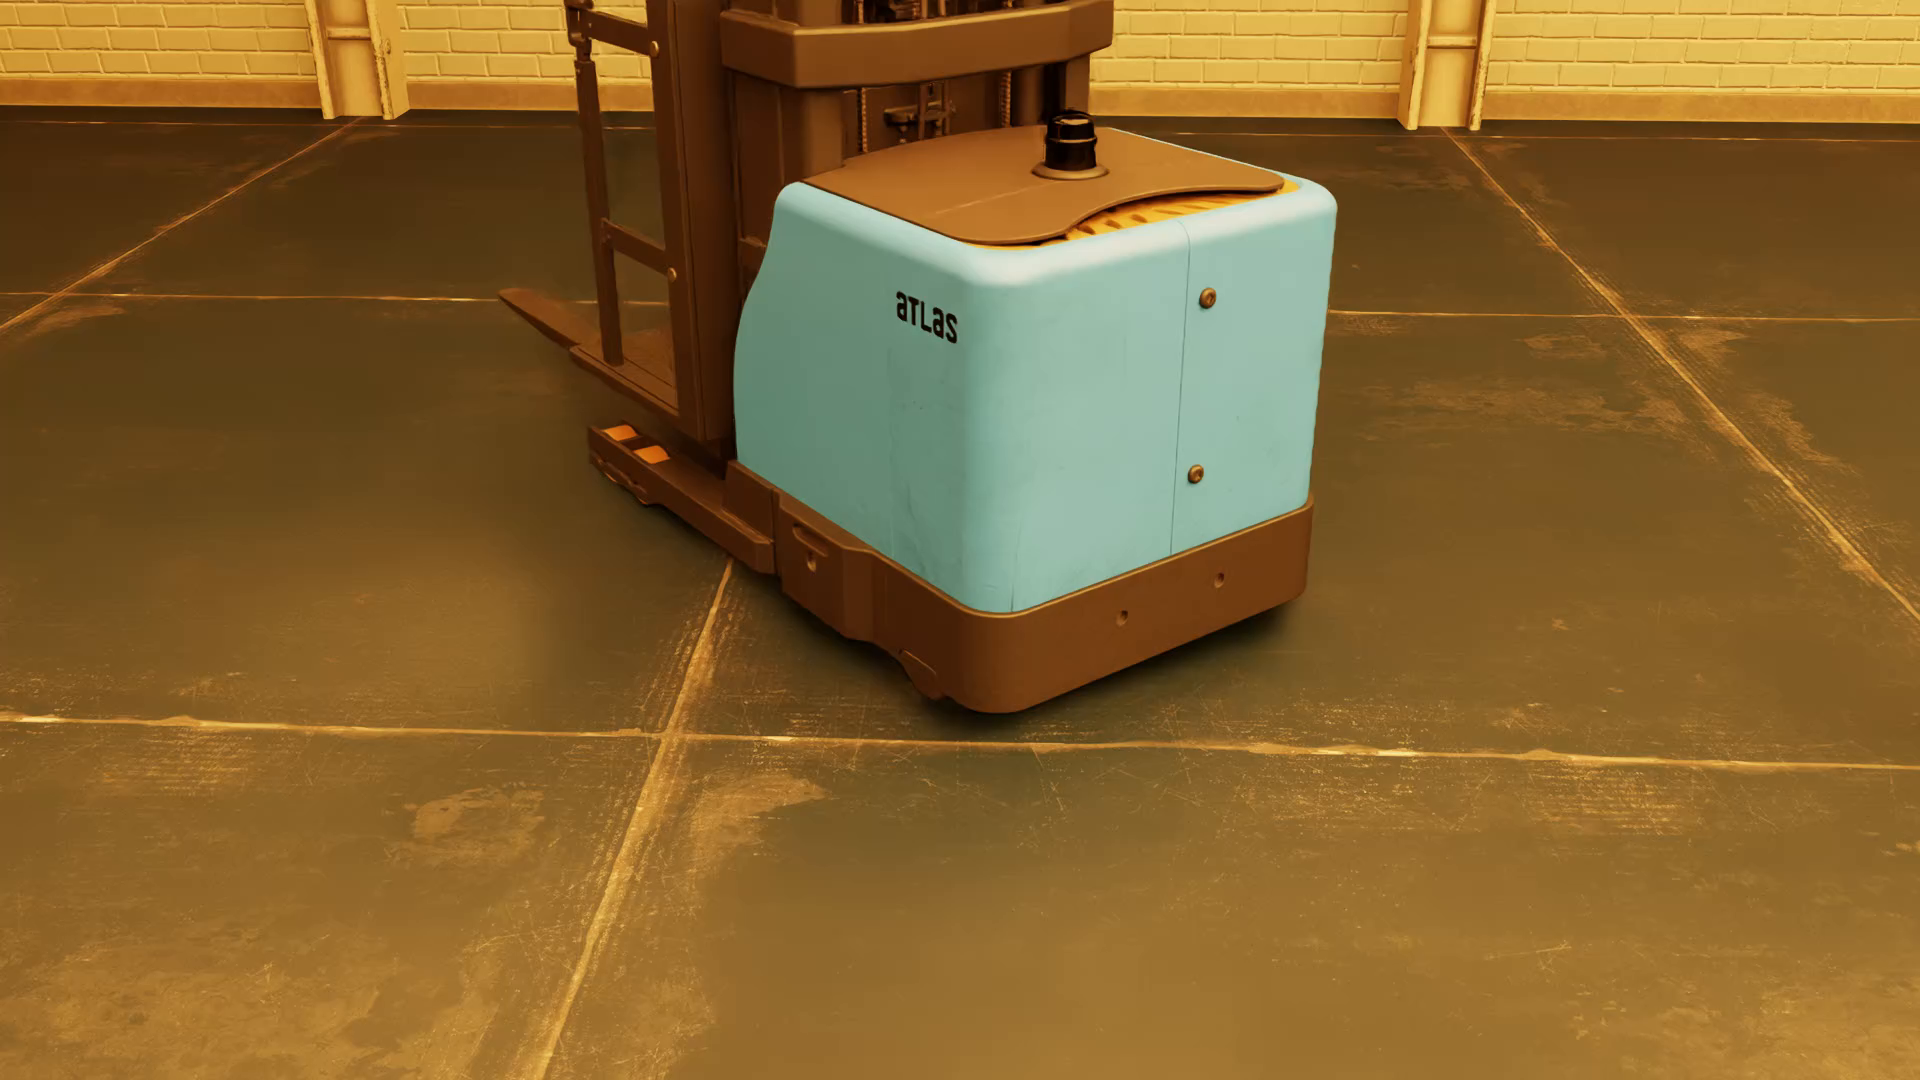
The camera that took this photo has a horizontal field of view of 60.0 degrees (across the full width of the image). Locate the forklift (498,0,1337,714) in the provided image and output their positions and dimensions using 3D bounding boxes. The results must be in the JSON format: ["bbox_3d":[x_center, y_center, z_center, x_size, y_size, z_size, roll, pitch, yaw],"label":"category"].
[{"bbox_3d":[-0.428,-1.530,4.310,1.130,2.935,3.031,-18,32,-33],"label":"forklift"}]
